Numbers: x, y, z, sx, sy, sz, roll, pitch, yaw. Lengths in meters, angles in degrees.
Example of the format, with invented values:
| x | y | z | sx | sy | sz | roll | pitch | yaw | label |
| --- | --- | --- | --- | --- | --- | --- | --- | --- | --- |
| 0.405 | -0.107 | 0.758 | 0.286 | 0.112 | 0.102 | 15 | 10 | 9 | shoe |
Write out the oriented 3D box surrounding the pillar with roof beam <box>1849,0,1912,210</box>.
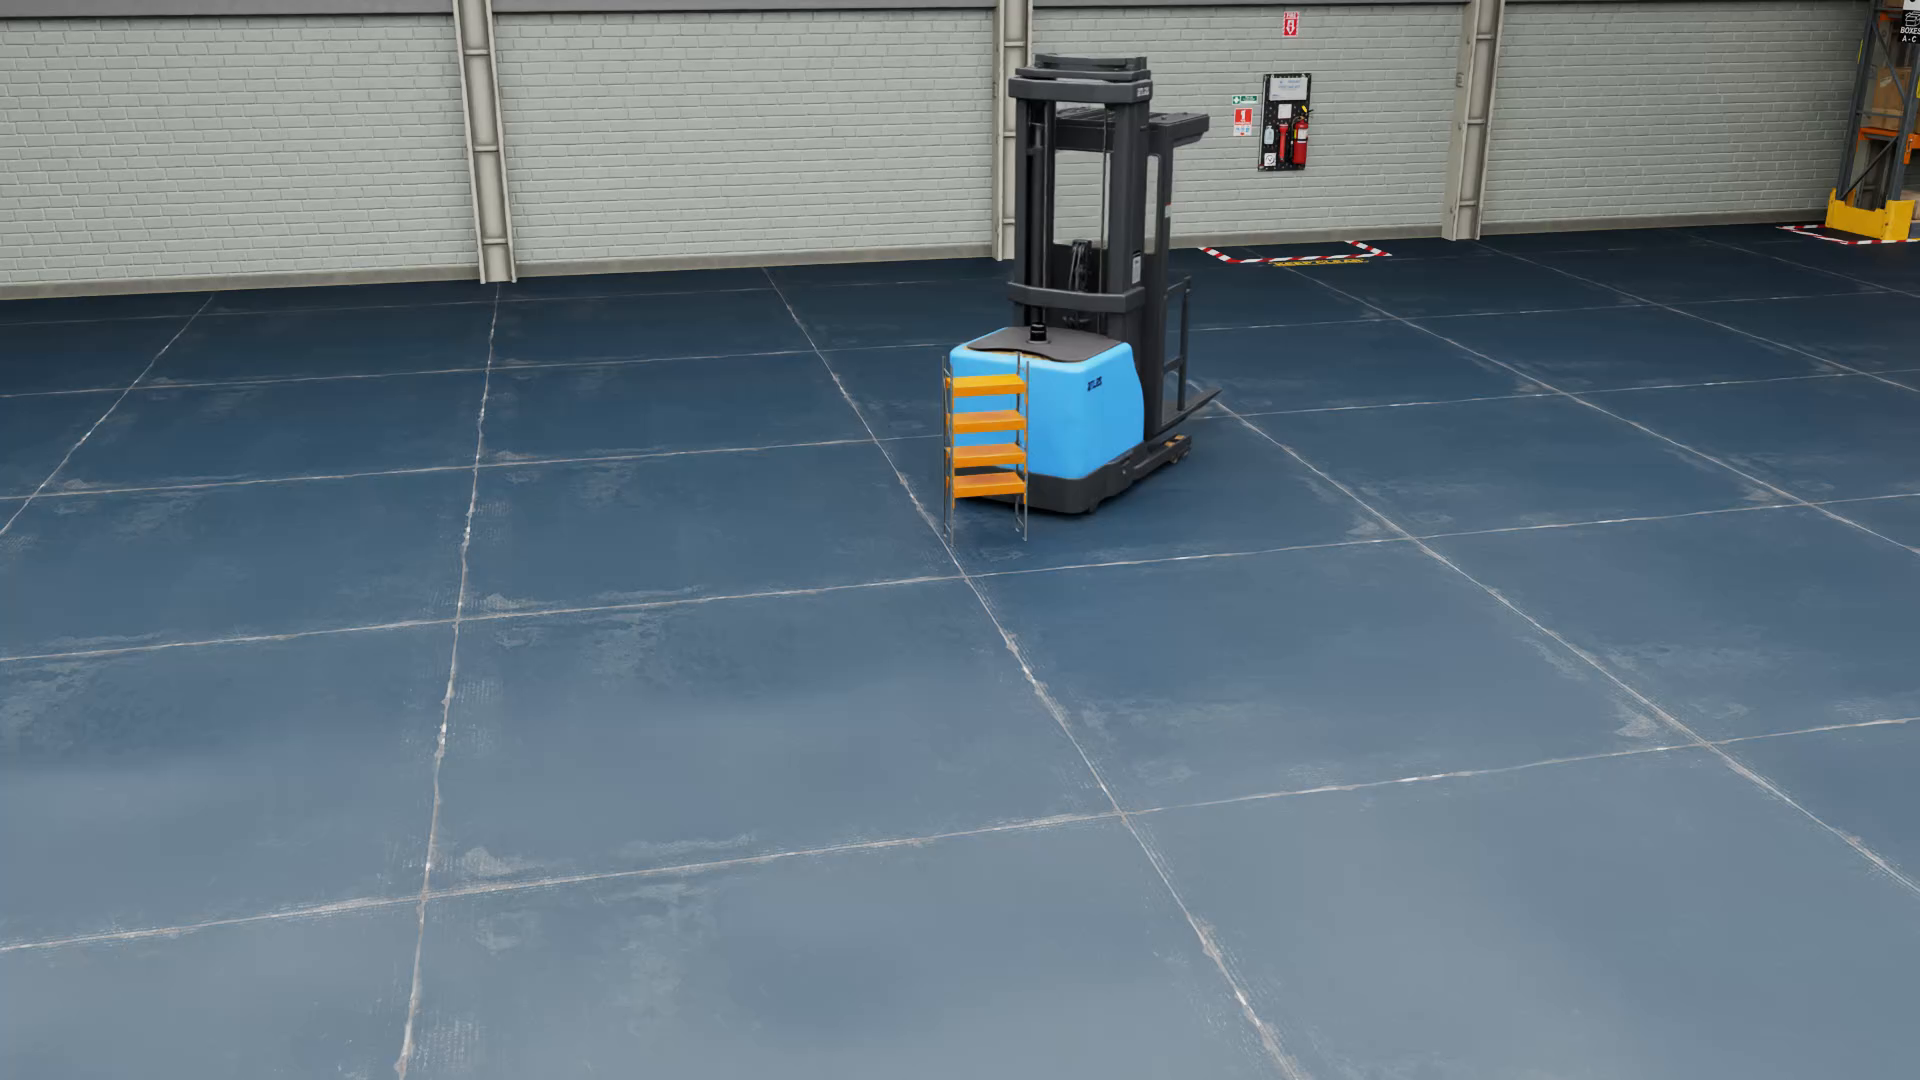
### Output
| x | y | z | sx | sy | sz | roll | pitch | yaw | label |
| --- | --- | --- | --- | --- | --- | --- | --- | --- | --- |
| 13.278 | -7.156 | 17.267 | 0.400 | 9.000 | 9.100 | -5 | 21 | -12 | pillar with roof beam |

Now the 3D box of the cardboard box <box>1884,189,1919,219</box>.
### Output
| x | y | z | sx | sy | sz | roll | pitch | yaw | label |
| --- | --- | --- | --- | --- | --- | --- | --- | --- | --- |
| 12.499 | -4.404 | 21.745 | 0.500 | 0.311 | 0.500 | -7 | 21 | -19 | cardboard box |

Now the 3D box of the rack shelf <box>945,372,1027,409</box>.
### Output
| x | y | z | sx | sy | sz | roll | pitch | yaw | label |
| --- | --- | --- | --- | --- | --- | --- | --- | --- | --- |
| 0.161 | -0.945 | 10.509 | 0.480 | 0.148 | 0.258 | -5 | 21 | -12 | rack shelf |

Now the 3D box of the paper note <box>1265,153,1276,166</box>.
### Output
| x | y | z | sx | sy | sz | roll | pitch | yaw | label |
| --- | --- | --- | --- | --- | --- | --- | --- | --- | --- |
| 3.847 | -4.718 | 20.614 | 0.142 | 0.148 | 0.016 | -5 | 21 | -12 | paper note |

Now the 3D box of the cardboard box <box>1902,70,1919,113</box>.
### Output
| x | y | z | sx | sy | sz | roll | pitch | yaw | label |
| --- | --- | --- | --- | --- | --- | --- | --- | --- | --- |
| 12.339 | -5.663 | 21.013 | 0.500 | 0.500 | 0.500 | -5 | 21 | -12 | cardboard box |

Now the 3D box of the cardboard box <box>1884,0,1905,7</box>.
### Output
| x | y | z | sx | sy | sz | roll | pitch | yaw | label |
| --- | --- | --- | --- | --- | --- | --- | --- | --- | --- |
| 12.153 | -7.018 | 21.076 | 0.500 | 0.500 | 0.500 | -3 | 20 | -9 | cardboard box |

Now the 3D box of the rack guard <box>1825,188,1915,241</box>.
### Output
| x | y | z | sx | sy | sz | roll | pitch | yaw | label |
| --- | --- | --- | --- | --- | --- | --- | --- | --- | --- |
| 11.879 | -4.267 | 21.737 | 0.348 | 0.500 | 1.175 | -5 | 21 | -12 | rack guard |

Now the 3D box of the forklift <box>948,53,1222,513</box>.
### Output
| x | y | z | sx | sy | sz | roll | pitch | yaw | label |
| --- | --- | --- | --- | --- | --- | --- | --- | --- | --- |
| 1.089 | -2.013 | 12.048 | 1.130 | 2.935 | 3.031 | 11 | 23 | 28 | forklift |

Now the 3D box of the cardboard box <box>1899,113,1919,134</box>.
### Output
| x | y | z | sx | sy | sz | roll | pitch | yaw | label |
| --- | --- | --- | --- | --- | --- | --- | --- | --- | --- |
| 12.353 | -5.306 | 21.129 | 0.500 | 0.250 | 0.500 | -5 | 21 | -14 | cardboard box |

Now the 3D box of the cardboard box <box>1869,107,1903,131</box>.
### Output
| x | y | z | sx | sy | sz | roll | pitch | yaw | label |
| --- | --- | --- | --- | --- | --- | --- | --- | --- | --- |
| 12.216 | -5.476 | 21.592 | 0.500 | 0.250 | 0.500 | -4 | 21 | -12 | cardboard box |

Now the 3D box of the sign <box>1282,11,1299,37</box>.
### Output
| x | y | z | sx | sy | sz | roll | pitch | yaw | label |
| --- | --- | --- | --- | --- | --- | --- | --- | --- | --- |
| 4.004 | -6.244 | 20.128 | 0.199 | 0.298 | 0.001 | -5 | 21 | -12 | sign |

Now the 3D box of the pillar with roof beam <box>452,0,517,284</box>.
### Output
| x | y | z | sx | sy | sz | roll | pitch | yaw | label |
| --- | --- | --- | --- | --- | --- | --- | --- | --- | --- |
| -4.239 | -5.731 | 13.378 | 0.400 | 9.000 | 9.100 | -5 | 21 | -12 | pillar with roof beam |

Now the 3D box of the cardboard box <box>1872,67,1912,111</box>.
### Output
| x | y | z | sx | sy | sz | roll | pitch | yaw | label |
| --- | --- | --- | --- | --- | --- | --- | --- | --- | --- |
| 12.215 | -5.835 | 21.481 | 0.500 | 0.500 | 0.500 | -5 | 21 | -13 | cardboard box |

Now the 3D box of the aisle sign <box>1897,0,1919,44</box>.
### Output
| x | y | z | sx | sy | sz | roll | pitch | yaw | label |
| --- | --- | --- | --- | --- | --- | --- | --- | --- | --- |
| 11.804 | -6.550 | 20.554 | 0.004 | 0.787 | 0.394 | -5 | 21 | -12 | aisle sign |

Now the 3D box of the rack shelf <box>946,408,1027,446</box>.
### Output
| x | y | z | sx | sy | sz | roll | pitch | yaw | label |
| --- | --- | --- | --- | --- | --- | --- | --- | --- | --- |
| 0.161 | -0.723 | 10.590 | 0.480 | 0.148 | 0.258 | -5 | 21 | -12 | rack shelf |

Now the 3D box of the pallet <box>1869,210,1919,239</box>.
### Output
| x | y | z | sx | sy | sz | roll | pitch | yaw | label |
| --- | --- | --- | --- | --- | --- | --- | --- | --- | --- |
| 12.678 | -4.184 | 21.930 | 1.213 | 0.211 | 1.003 | -5 | 21 | -12 | pallet |

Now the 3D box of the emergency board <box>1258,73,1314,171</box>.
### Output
| x | y | z | sx | sy | sz | roll | pitch | yaw | label |
| --- | --- | --- | --- | --- | --- | --- | --- | --- | --- |
| 4.035 | -5.122 | 20.437 | 0.643 | 1.169 | 0.194 | -5 | 21 | -12 | emergency board |

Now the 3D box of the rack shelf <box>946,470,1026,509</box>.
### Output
| x | y | z | sx | sy | sz | roll | pitch | yaw | label |
| --- | --- | --- | --- | --- | --- | --- | --- | --- | --- |
| 0.161 | -0.327 | 10.735 | 0.480 | 0.148 | 0.258 | -5 | 21 | -12 | rack shelf |

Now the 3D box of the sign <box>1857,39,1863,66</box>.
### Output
| x | y | z | sx | sy | sz | roll | pitch | yaw | label |
| --- | --- | --- | --- | --- | --- | --- | --- | --- | --- |
| 11.697 | -6.315 | 21.549 | 0.005 | 0.325 | 0.100 | -5 | 21 | -12 | sign |

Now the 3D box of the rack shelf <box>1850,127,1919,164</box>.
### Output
| x | y | z | sx | sy | sz | roll | pitch | yaw | label |
| --- | --- | --- | --- | --- | --- | --- | --- | --- | --- |
| 13.752 | -5.256 | 21.847 | 4.000 | 0.370 | 1.077 | -5 | 21 | -12 | rack shelf |

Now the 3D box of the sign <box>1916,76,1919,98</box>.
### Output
| x | y | z | sx | sy | sz | roll | pitch | yaw | label |
| --- | --- | --- | --- | --- | --- | --- | --- | --- | --- |
| 11.930 | -5.660 | 20.646 | 0.005 | 0.325 | 0.100 | -5 | 21 | -12 | sign |

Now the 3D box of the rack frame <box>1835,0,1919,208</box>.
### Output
| x | y | z | sx | sy | sz | roll | pitch | yaw | label |
| --- | --- | --- | --- | --- | --- | --- | --- | --- | --- |
| 11.805 | -5.435 | 21.291 | 0.127 | 3.000 | 1.000 | -5 | 21 | -12 | rack frame |

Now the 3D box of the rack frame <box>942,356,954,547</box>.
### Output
| x | y | z | sx | sy | sz | roll | pitch | yaw | label |
| --- | --- | --- | --- | --- | --- | --- | --- | --- | --- |
| -0.076 | -0.557 | 10.591 | 0.015 | 1.200 | 0.240 | -5 | 21 | -12 | rack frame |

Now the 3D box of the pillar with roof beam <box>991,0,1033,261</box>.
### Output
| x | y | z | sx | sy | sz | roll | pitch | yaw | label |
| --- | --- | --- | --- | --- | --- | --- | --- | --- | --- |
| 1.600 | -6.206 | 14.674 | 0.400 | 9.000 | 9.100 | -5 | 21 | -12 | pillar with roof beam |

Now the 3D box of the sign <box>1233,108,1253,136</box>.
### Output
| x | y | z | sx | sy | sz | roll | pitch | yaw | label |
| --- | --- | --- | --- | --- | --- | --- | --- | --- | --- |
| 3.473 | -5.130 | 20.406 | 0.234 | 0.329 | 0.001 | -5 | 21 | -12 | sign |

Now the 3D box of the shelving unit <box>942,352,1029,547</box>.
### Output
| x | y | z | sx | sy | sz | roll | pitch | yaw | label |
| --- | --- | --- | --- | --- | --- | --- | --- | --- | --- |
| 0.161 | -0.577 | 10.644 | 0.503 | 1.200 | 0.258 | -5 | 21 | -12 | shelving unit |

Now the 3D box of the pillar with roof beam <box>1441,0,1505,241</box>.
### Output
| x | y | z | sx | sy | sz | roll | pitch | yaw | label |
| --- | --- | --- | --- | --- | --- | --- | --- | --- | --- |
| 7.439 | -6.681 | 15.971 | 0.400 | 9.000 | 9.100 | -5 | 21 | -12 | pillar with roof beam |

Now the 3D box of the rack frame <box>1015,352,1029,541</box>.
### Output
| x | y | z | sx | sy | sz | roll | pitch | yaw | label |
| --- | --- | --- | --- | --- | --- | --- | --- | --- | --- |
| 0.399 | -0.596 | 10.697 | 0.015 | 1.200 | 0.240 | -5 | 21 | -12 | rack frame |

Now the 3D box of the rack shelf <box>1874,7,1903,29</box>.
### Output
| x | y | z | sx | sy | sz | roll | pitch | yaw | label |
| --- | --- | --- | --- | --- | --- | --- | --- | --- | --- |
| 13.752 | -6.664 | 21.331 | 4.000 | 0.370 | 1.077 | -5 | 21 | -12 | rack shelf |

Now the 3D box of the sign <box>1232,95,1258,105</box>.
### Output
| x | y | z | sx | sy | sz | roll | pitch | yaw | label |
| --- | --- | --- | --- | --- | --- | --- | --- | --- | --- |
| 3.479 | -5.376 | 20.308 | 0.331 | 0.109 | 0.001 | -5 | 21 | -12 | sign |

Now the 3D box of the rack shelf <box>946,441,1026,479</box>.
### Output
| x | y | z | sx | sy | sz | roll | pitch | yaw | label |
| --- | --- | --- | --- | --- | --- | --- | --- | --- | --- |
| 0.161 | -0.513 | 10.667 | 0.480 | 0.148 | 0.258 | -5 | 21 | -12 | rack shelf |
